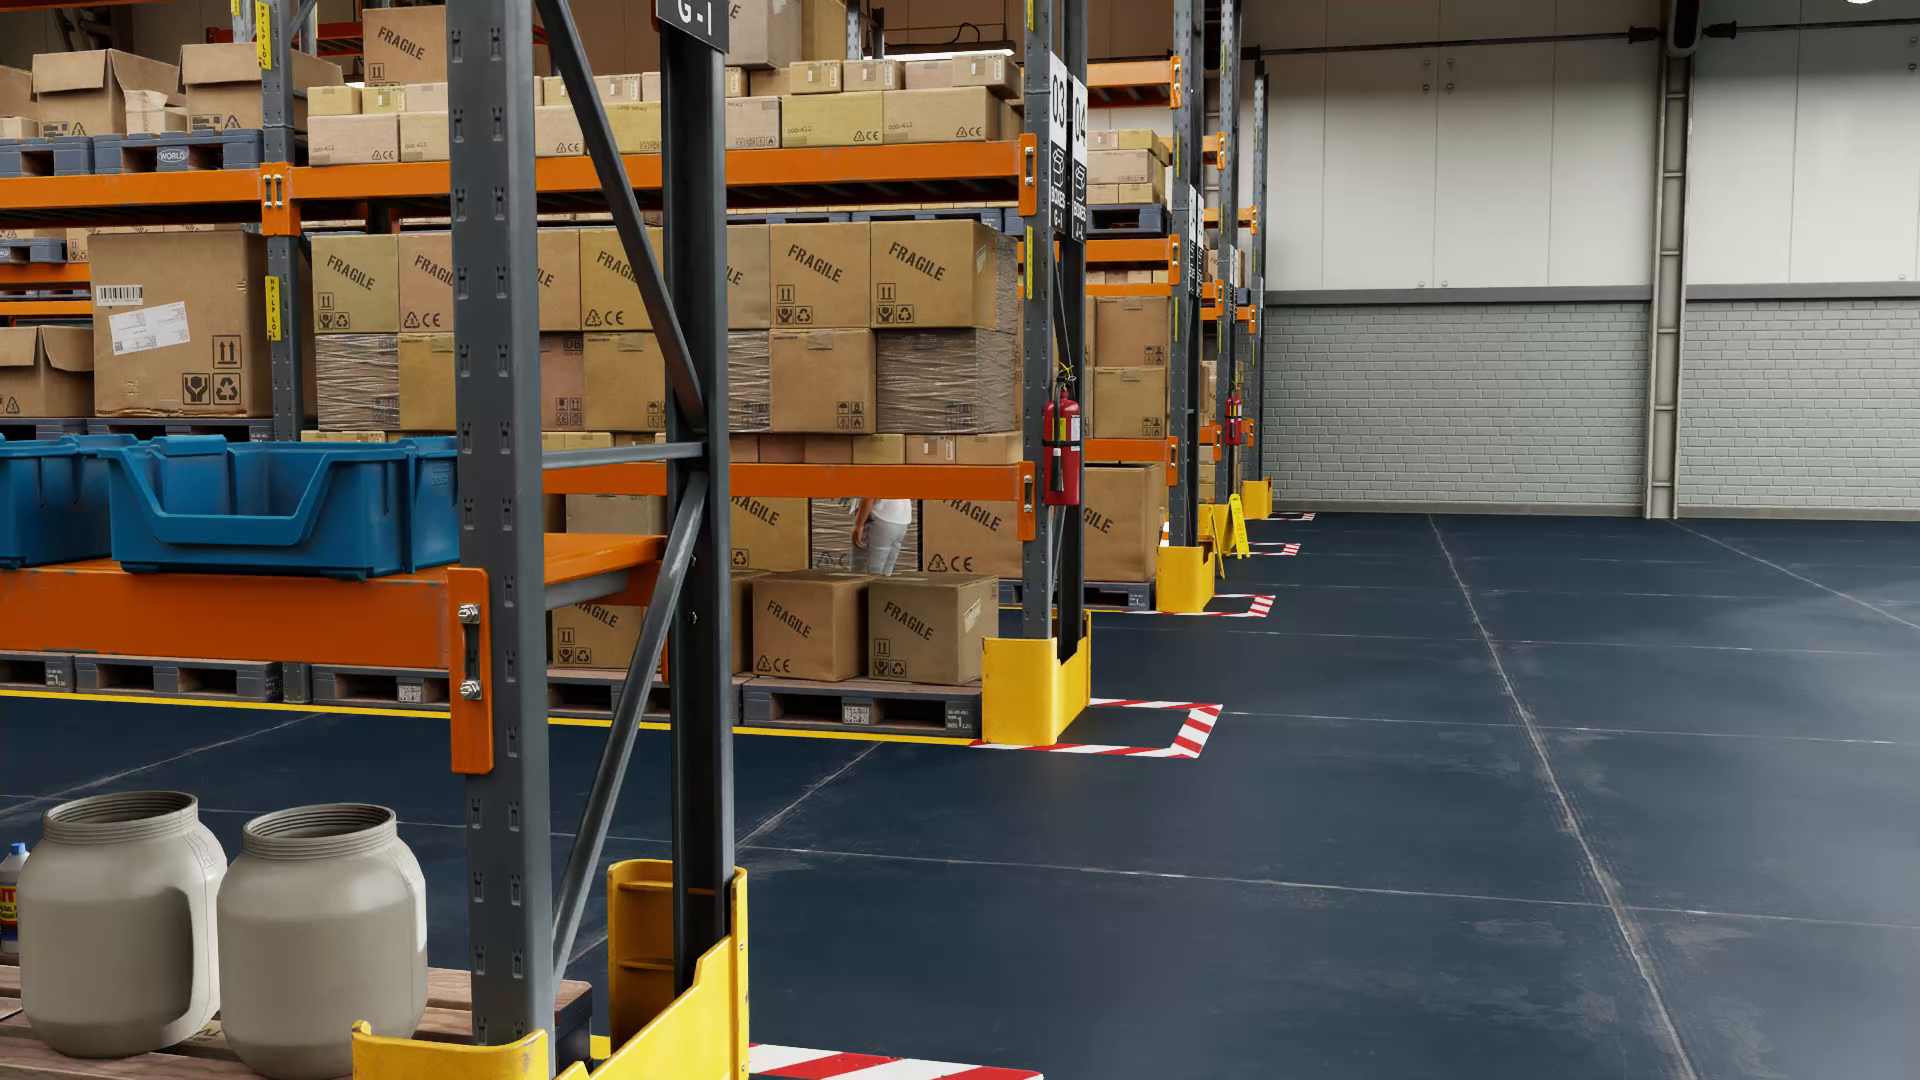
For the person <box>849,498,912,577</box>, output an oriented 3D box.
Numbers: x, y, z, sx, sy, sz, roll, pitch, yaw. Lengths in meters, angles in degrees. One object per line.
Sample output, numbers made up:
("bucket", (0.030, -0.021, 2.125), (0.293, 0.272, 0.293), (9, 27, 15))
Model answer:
("person", (-0.550, -0.101, 10.407), (0.467, 1.667, 0.540), (1, 5, 14))
